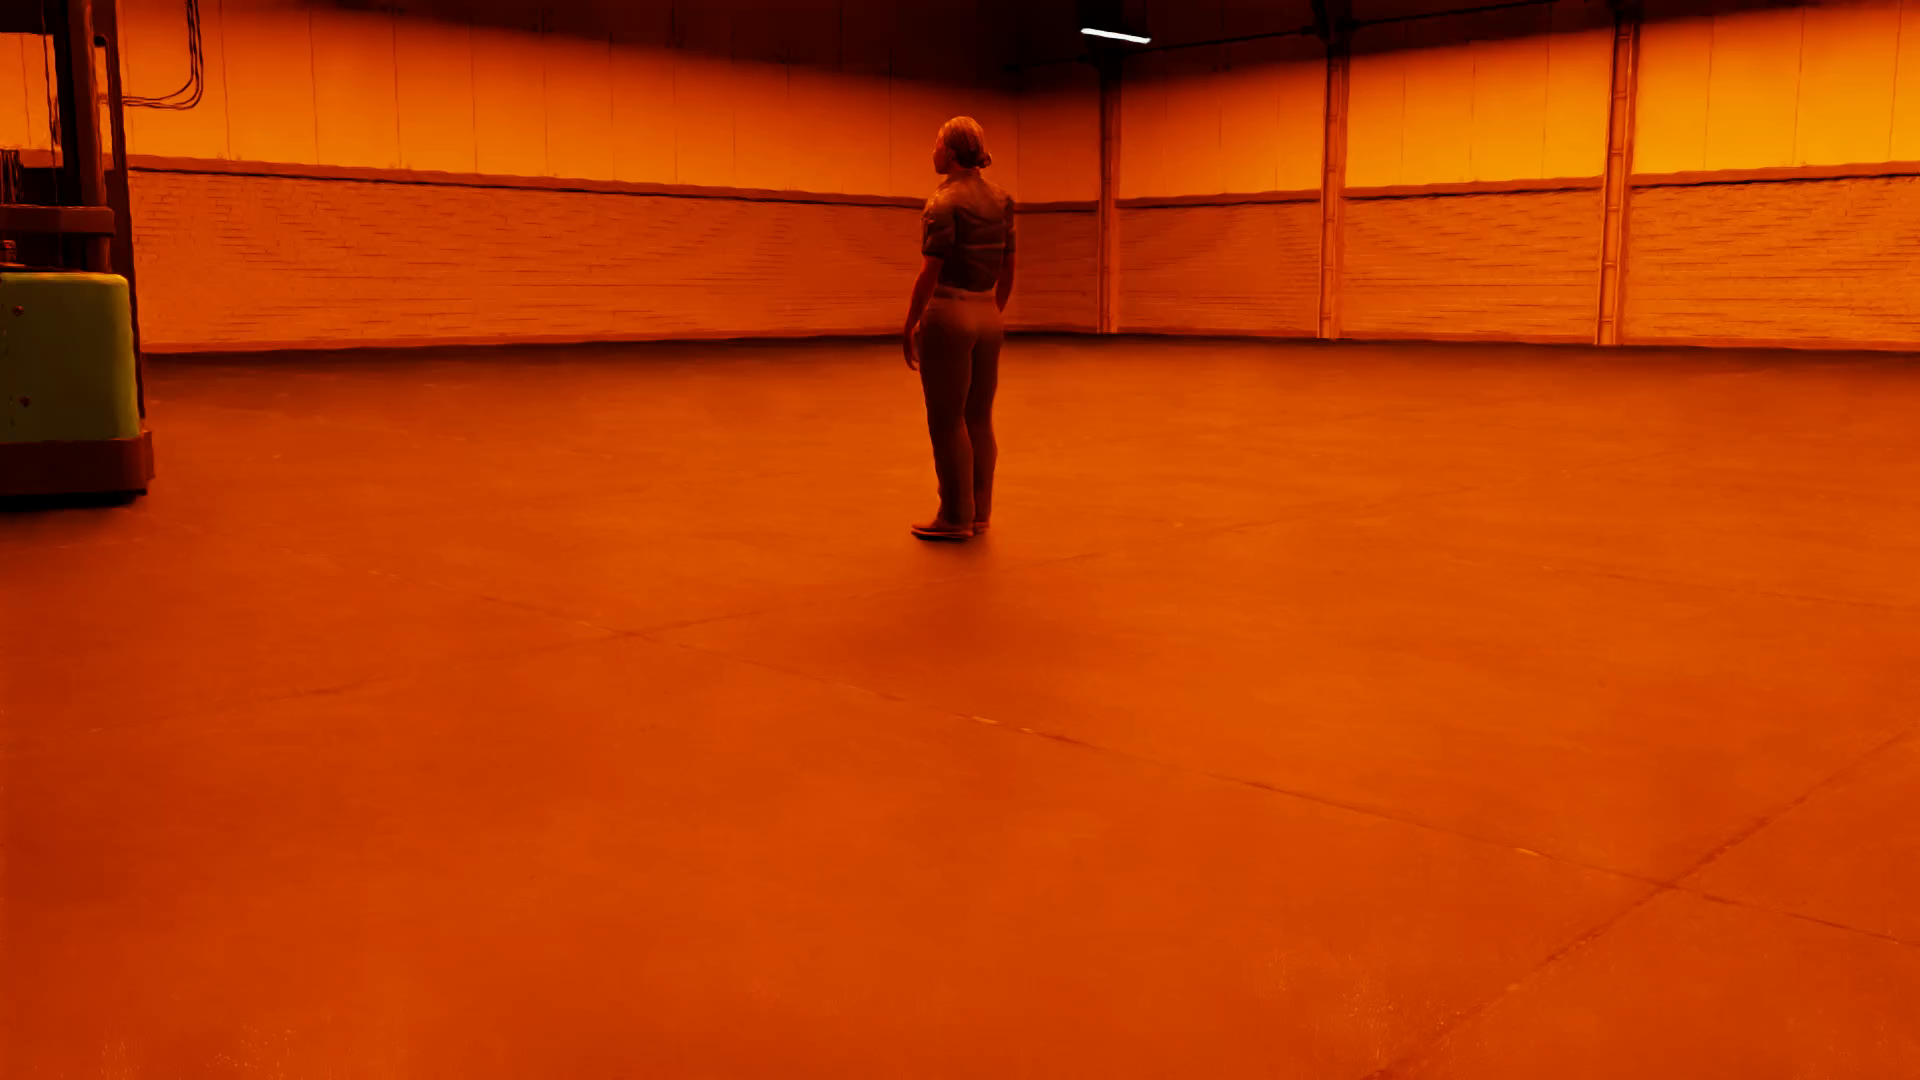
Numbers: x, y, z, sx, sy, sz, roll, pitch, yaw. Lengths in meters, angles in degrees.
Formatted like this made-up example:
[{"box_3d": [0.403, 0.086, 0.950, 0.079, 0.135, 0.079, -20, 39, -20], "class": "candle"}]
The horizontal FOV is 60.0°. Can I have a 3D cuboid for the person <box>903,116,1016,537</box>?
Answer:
[{"box_3d": [-0.049, -0.836, 6.667, 0.503, 1.654, 0.570, 8, 12, 43], "class": "person"}]

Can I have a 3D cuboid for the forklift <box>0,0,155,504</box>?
[{"box_3d": [-4.956, -1.783, 8.717, 1.130, 2.935, 3.031, -4, 10, -26], "class": "forklift"}]
